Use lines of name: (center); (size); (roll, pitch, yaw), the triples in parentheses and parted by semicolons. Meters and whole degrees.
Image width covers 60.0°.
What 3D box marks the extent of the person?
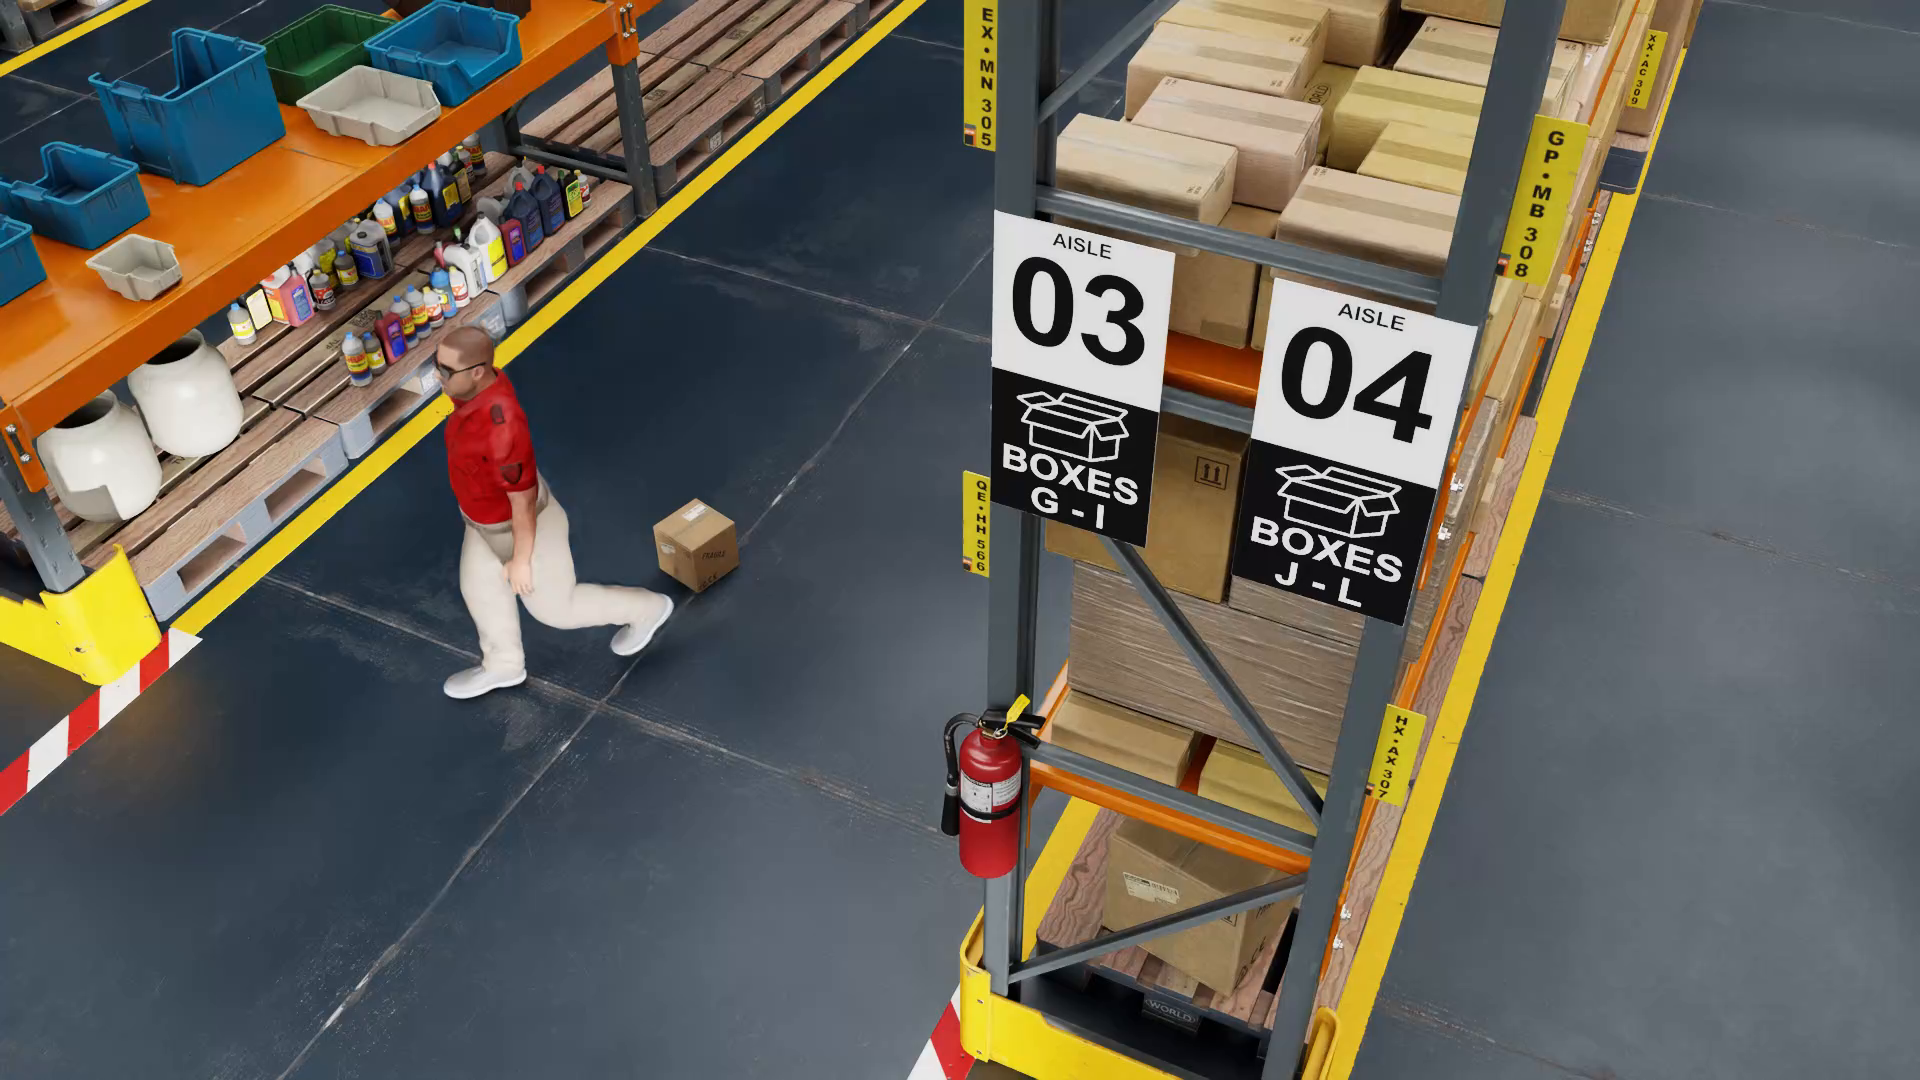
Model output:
person: (-1.619, -0.092, 6.268); (0.942, 1.686, 0.550); (-20, 46, -21)
